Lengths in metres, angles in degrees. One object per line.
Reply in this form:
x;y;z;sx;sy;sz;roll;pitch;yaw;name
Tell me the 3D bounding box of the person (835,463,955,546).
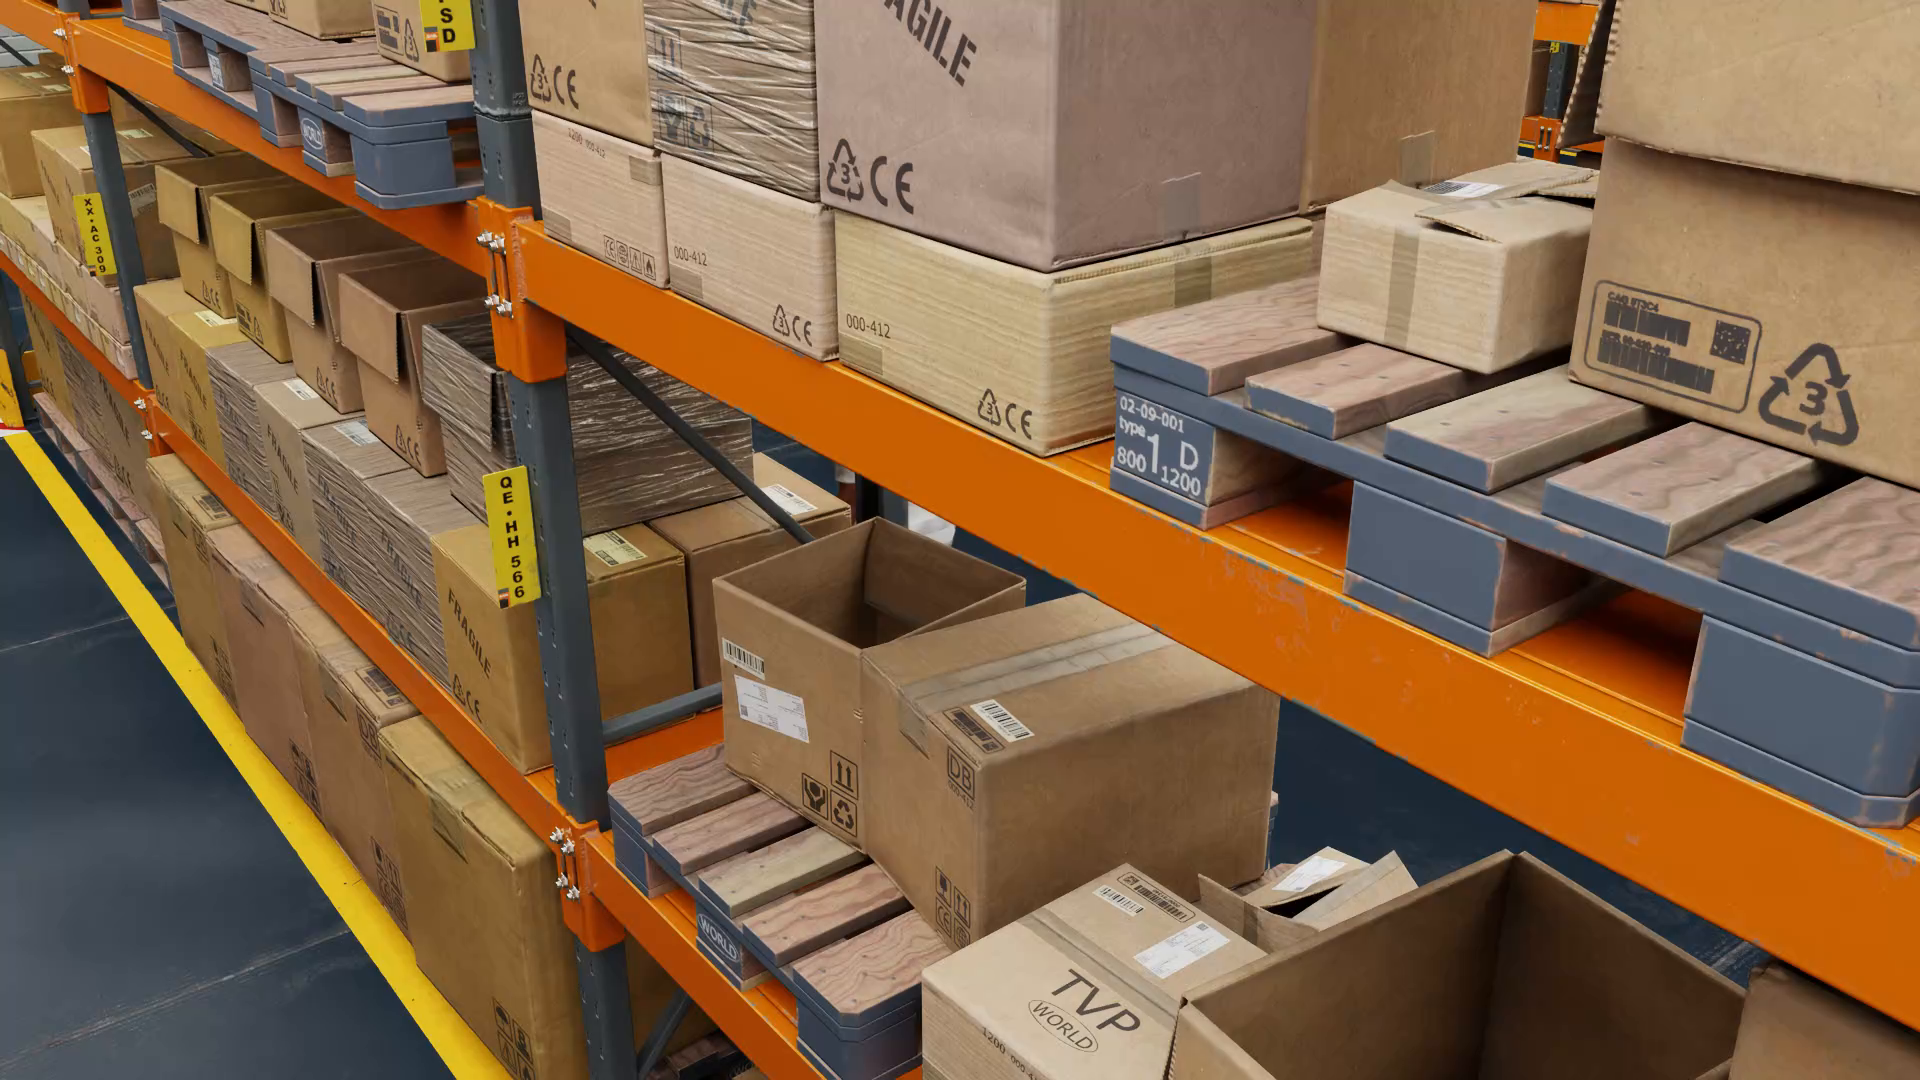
-0.260;-0.019;6.635;0.614;1.773;0.449;-18;30;-35;person
